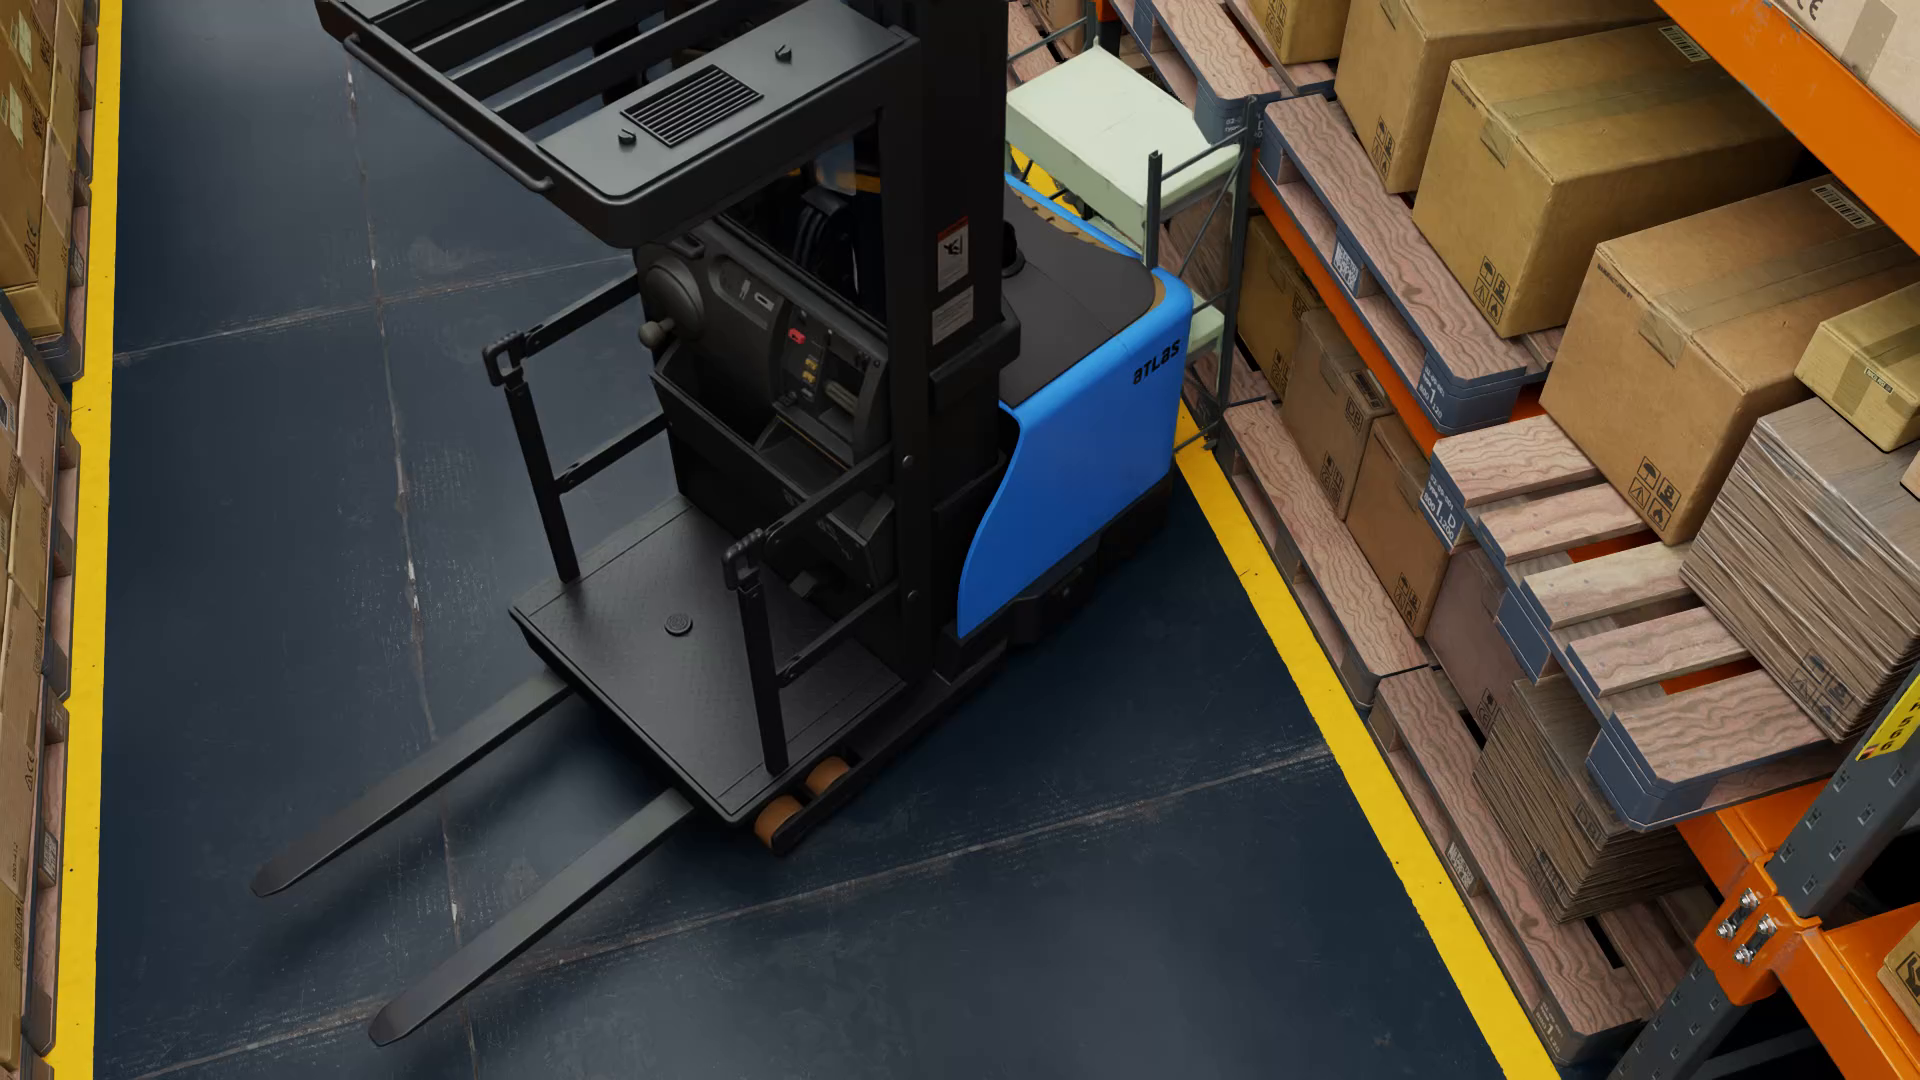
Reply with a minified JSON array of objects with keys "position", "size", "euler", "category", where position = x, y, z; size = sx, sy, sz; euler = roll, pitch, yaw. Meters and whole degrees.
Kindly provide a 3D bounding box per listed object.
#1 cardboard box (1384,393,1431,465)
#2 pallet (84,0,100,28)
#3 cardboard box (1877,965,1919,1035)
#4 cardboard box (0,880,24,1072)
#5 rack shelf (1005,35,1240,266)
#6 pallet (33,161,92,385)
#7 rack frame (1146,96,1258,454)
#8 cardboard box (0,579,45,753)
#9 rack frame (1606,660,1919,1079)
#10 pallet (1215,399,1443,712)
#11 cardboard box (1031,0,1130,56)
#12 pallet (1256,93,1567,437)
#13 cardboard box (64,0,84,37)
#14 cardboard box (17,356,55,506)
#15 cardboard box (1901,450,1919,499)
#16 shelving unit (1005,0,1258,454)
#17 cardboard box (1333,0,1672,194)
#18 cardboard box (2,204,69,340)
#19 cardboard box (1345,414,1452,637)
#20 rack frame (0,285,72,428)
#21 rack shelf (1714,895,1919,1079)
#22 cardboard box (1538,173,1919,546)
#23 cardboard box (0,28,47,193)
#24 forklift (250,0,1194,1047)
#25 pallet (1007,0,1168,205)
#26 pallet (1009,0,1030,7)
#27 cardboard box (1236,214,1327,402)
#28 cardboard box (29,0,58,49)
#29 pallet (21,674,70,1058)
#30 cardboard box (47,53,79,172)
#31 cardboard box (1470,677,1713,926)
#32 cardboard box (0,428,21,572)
[{"position":[1.631,-0.401,4.983],"size":[0.500,0.250,0.500],"euler":[-14,51,-11],"category":"cardboard box"},{"position":[-4.671,-2.777,7.953],"size":[1.003,0.211,1.213],"euler":[-13,51,-11],"category":"pallet"},{"position":[2.035,0.863,3.212],"size":[0.380,0.149,0.250],"euler":[-14,51,-12],"category":"cardboard box"},{"position":[-2.755,1.175,4.321],"size":[0.500,0.250,0.500],"euler":[-15,51,-12],"category":"cardboard box"},{"position":[0.502,-1.188,5.240],"size":[0.431,0.370,0.720],"euler":[-32,57,-19],"category":"rack shelf"},{"position":[-3.950,-0.995,6.450],"size":[1.003,0.211,1.213],"euler":[-13,51,-11],"category":"pallet"},{"position":[0.746,-0.727,5.358],"size":[0.400,1.500,0.023],"euler":[-32,57,-19],"category":"rack frame"},{"position":[-3.055,0.428,4.951],"size":[0.500,0.250,0.500],"euler":[-12,51,-10],"category":"cardboard box"},{"position":[2.159,0.496,3.370],"size":[1.000,3.000,0.127],"euler":[-13,51,-11],"category":"rack frame"},{"position":[1.572,-0.066,5.668],"size":[1.003,0.211,1.213],"euler":[-13,51,-11],"category":"pallet"},{"position":[0.631,-2.511,7.252],"size":[0.500,0.500,0.500],"euler":[-17,52,-14],"category":"cardboard box"},{"position":[1.535,-0.879,4.655],"size":[1.003,0.211,1.213],"euler":[-13,51,-11],"category":"pallet"},{"position":[-4.188,-2.422,7.353],"size":[0.500,0.250,0.500],"euler":[-13,51,-11],"category":"cardboard box"},{"position":[-3.355,-0.315,5.577],"size":[0.500,0.250,0.500],"euler":[-14,51,-11],"category":"cardboard box"},{"position":[2.029,-0.133,3.123],"size":[0.380,0.149,0.250],"euler":[-19,53,-16],"category":"cardboard box"},{"position":[0.526,-0.950,5.548],"size":[0.431,1.500,0.755],"euler":[-32,57,-19],"category":"shelving unit"},{"position":[1.477,-1.337,4.562],"size":[0.700,0.500,0.500],"euler":[-7,50,-6],"category":"cardboard box"},{"position":[-3.602,-0.960,6.121],"size":[0.500,0.250,0.500],"euler":[-13,51,-11],"category":"cardboard box"},{"position":[1.681,-0.114,5.231],"size":[0.700,0.500,0.500],"euler":[-14,51,-11],"category":"cardboard box"},{"position":[-3.755,-1.303,4.887],"size":[1.000,3.000,0.127],"euler":[-13,51,-11],"category":"rack frame"},{"position":[2.751,2.188,2.414],"size":[1.077,0.370,4.000],"euler":[-13,51,-11],"category":"rack shelf"},{"position":[1.820,-0.422,3.790],"size":[0.700,0.500,0.500],"euler":[-18,52,-14],"category":"cardboard box"},{"position":[-3.748,-1.567,6.142],"size":[0.500,0.500,0.500],"euler":[-13,51,-11],"category":"cardboard box"},{"position":[-0.679,-0.473,4.232],"size":[3.031,2.935,1.130],"euler":[-37,59,-27],"category":"forklift"},{"position":[0.744,-2.010,7.306],"size":[1.003,0.211,1.213],"euler":[-13,51,-11],"category":"pallet"},{"position":[0.380,-2.902,8.059],"size":[1.003,0.211,1.213],"euler":[-13,51,-11],"category":"pallet"},{"position":[1.411,-0.862,5.862],"size":[0.700,0.500,0.500],"euler":[-14,51,-12],"category":"cardboard box"},{"position":[-4.038,-2.299,6.759],"size":[0.500,0.500,0.500],"euler":[-13,51,-11],"category":"cardboard box"},{"position":[-3.135,1.018,4.754],"size":[1.003,0.211,1.213],"euler":[-13,51,-11],"category":"pallet"},{"position":[-3.888,-1.692,6.738],"size":[0.500,0.250,0.500],"euler":[-13,51,-11],"category":"cardboard box"},{"position":[1.897,0.645,4.591],"size":[0.700,0.500,0.500],"euler":[-13,51,-10],"category":"cardboard box"},{"position":[-3.201,-0.123,5.049],"size":[0.500,0.311,0.500],"euler":[-12,51,-10],"category":"cardboard box"}]
